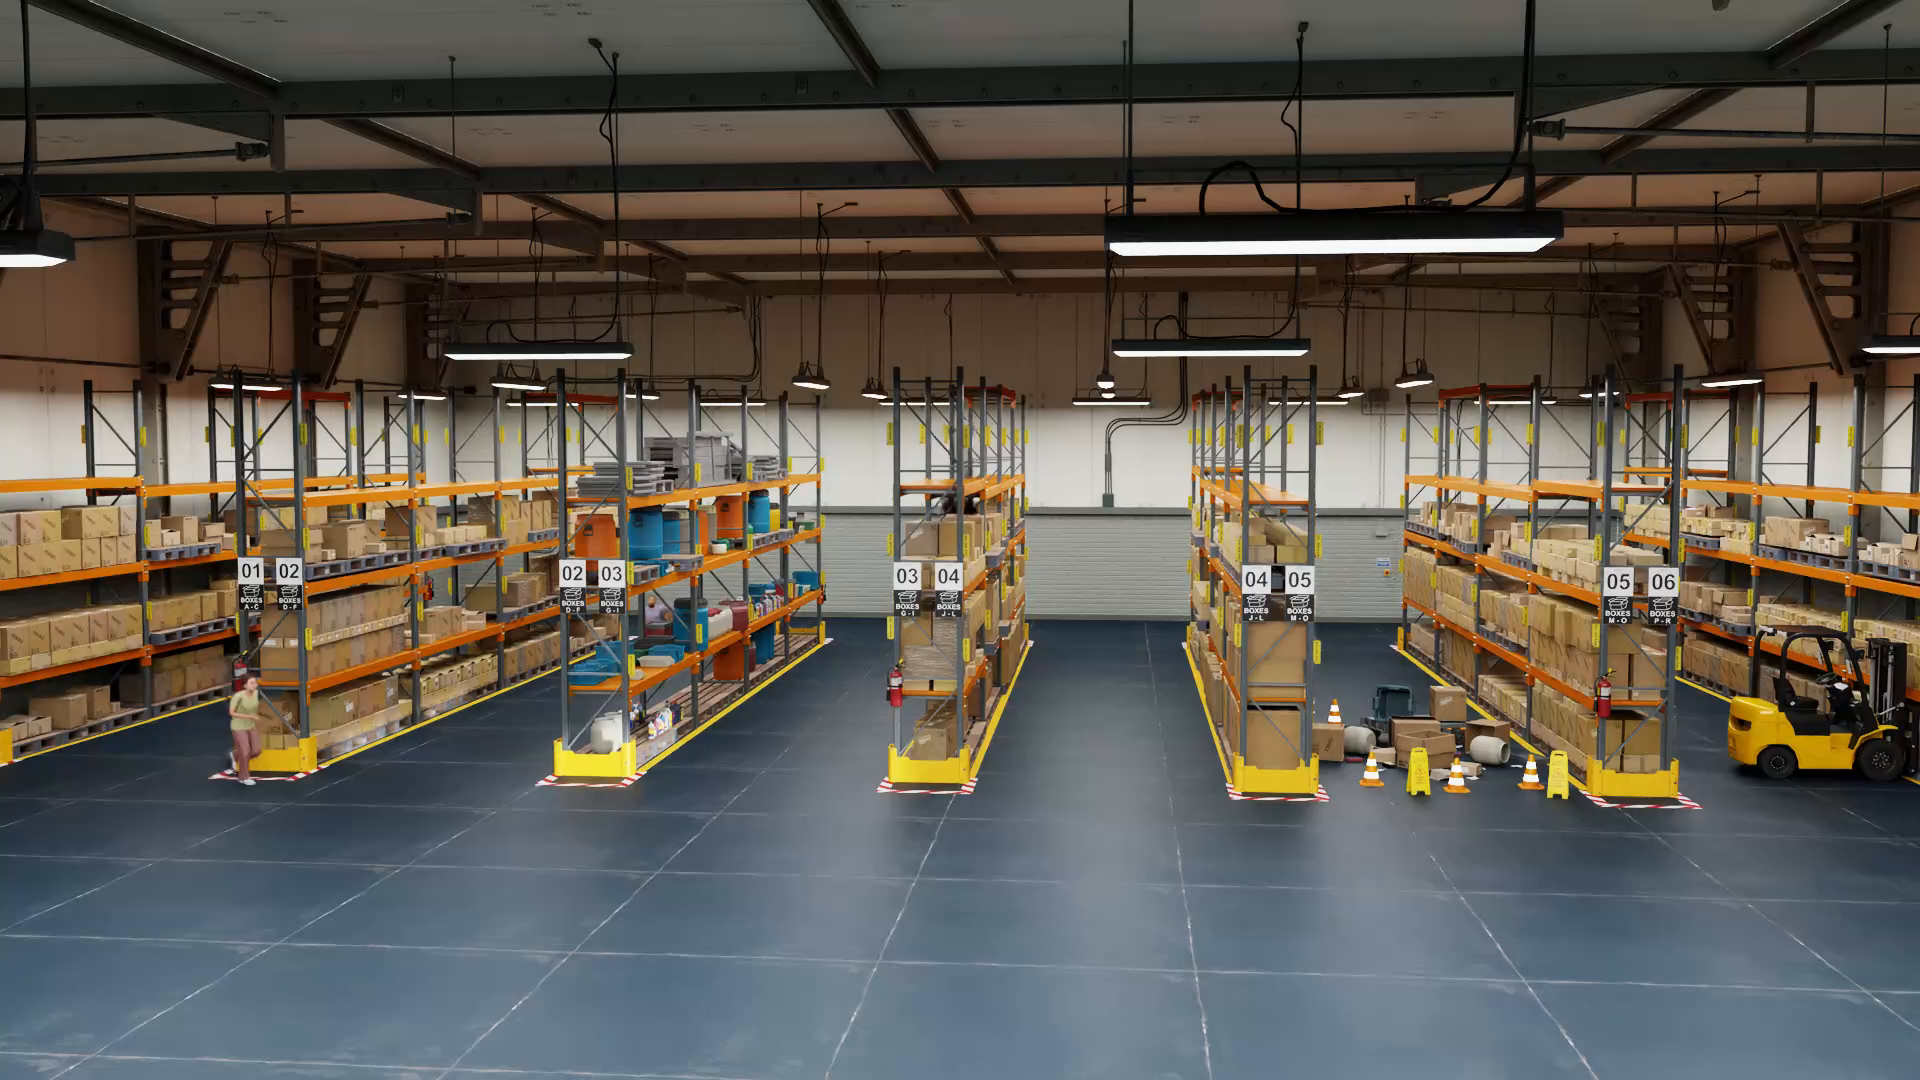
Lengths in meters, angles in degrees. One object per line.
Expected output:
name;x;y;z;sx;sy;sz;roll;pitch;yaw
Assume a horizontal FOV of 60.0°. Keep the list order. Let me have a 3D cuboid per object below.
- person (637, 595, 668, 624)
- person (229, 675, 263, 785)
person;-6.547;1.993;35.400;0.627;1.685;0.936;0;4;-6
person;-10.262;2.723;23.884;0.674;1.611;0.556;2;4;31
